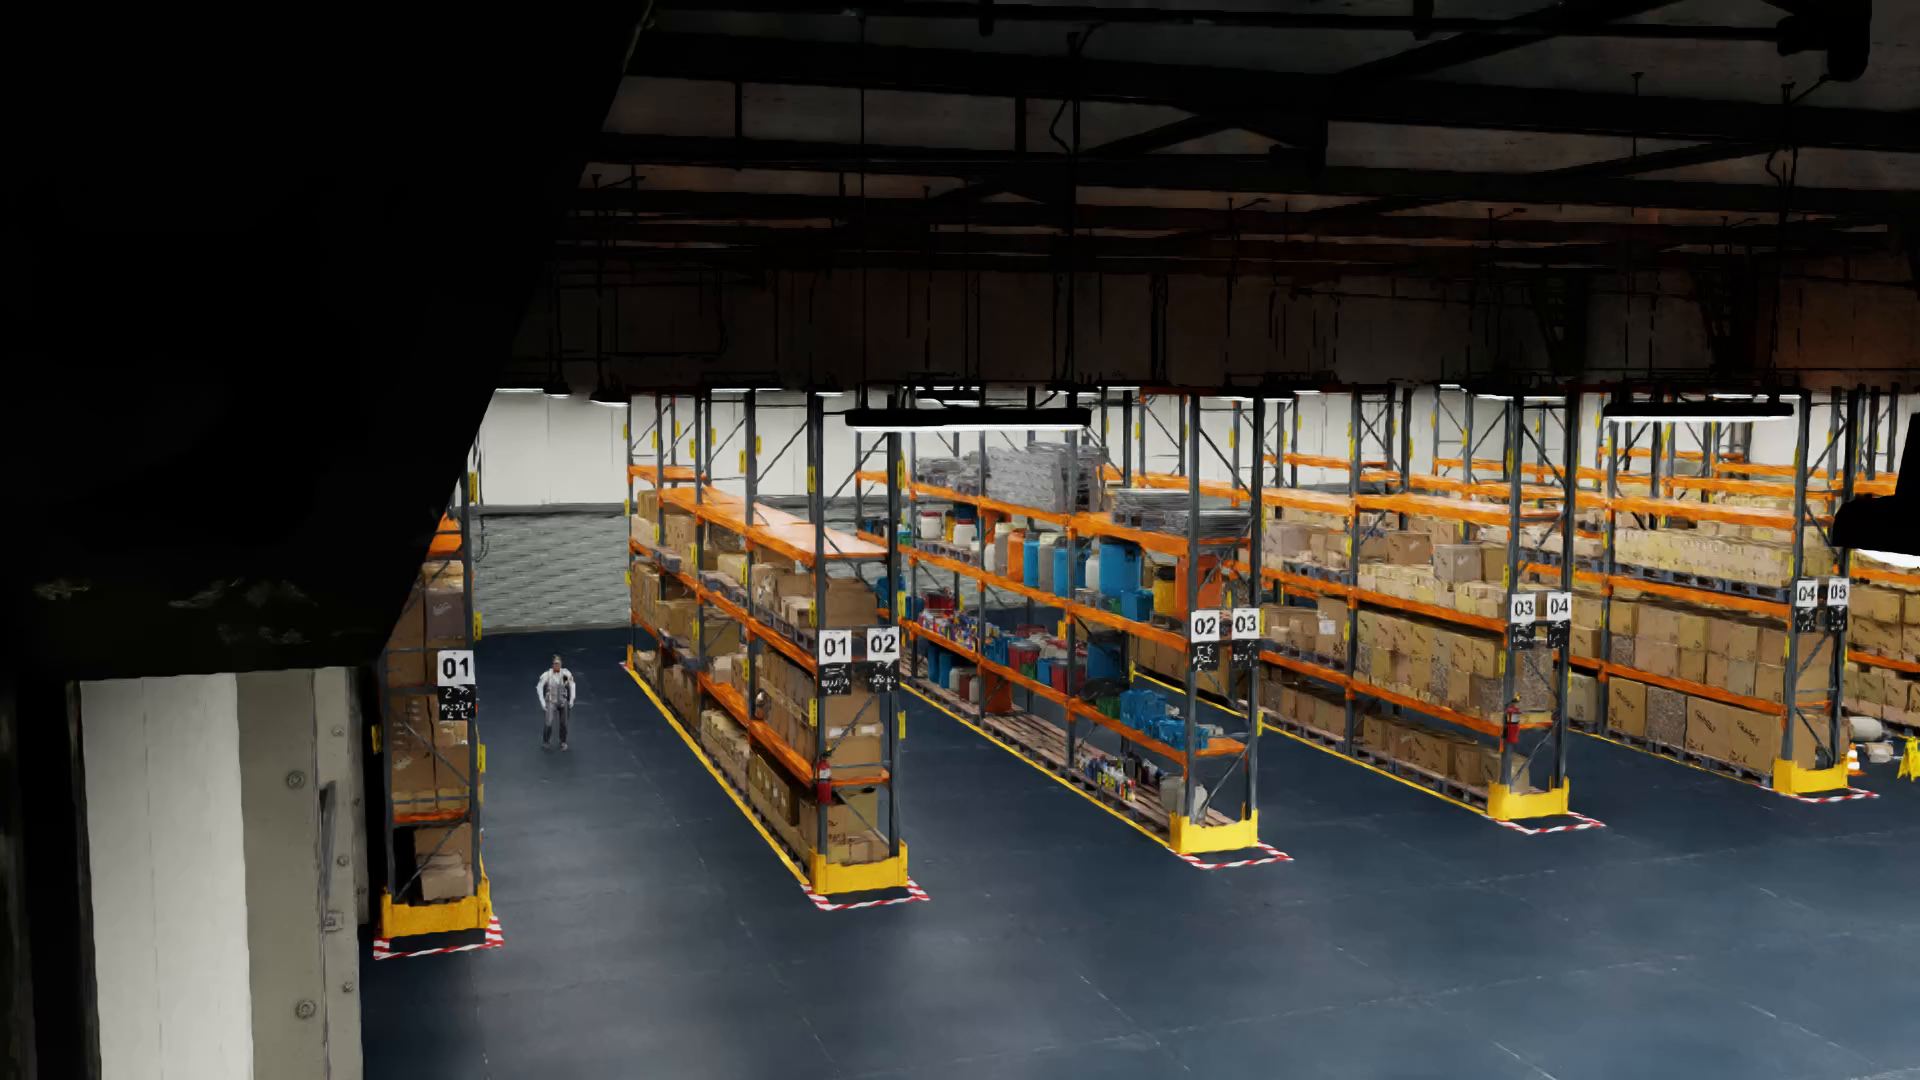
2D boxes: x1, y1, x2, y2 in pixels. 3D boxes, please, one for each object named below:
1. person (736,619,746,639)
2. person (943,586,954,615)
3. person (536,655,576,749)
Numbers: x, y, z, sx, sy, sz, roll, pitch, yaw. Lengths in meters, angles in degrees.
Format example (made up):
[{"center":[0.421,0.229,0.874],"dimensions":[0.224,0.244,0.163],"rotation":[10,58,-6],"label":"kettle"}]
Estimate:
[{"center":[-5.149,1.506,38.802],"dimensions":[0.479,1.669,0.662],"rotation":[2,6,23],"label":"person"},{"center":[-0.302,1.801,35.762],"dimensions":[0.545,1.636,1.116],"rotation":[-2,6,-22],"label":"person"},{"center":[-6.700,2.679,27.617],"dimensions":[0.639,1.632,0.512],"rotation":[-2,6,-21],"label":"person"}]
